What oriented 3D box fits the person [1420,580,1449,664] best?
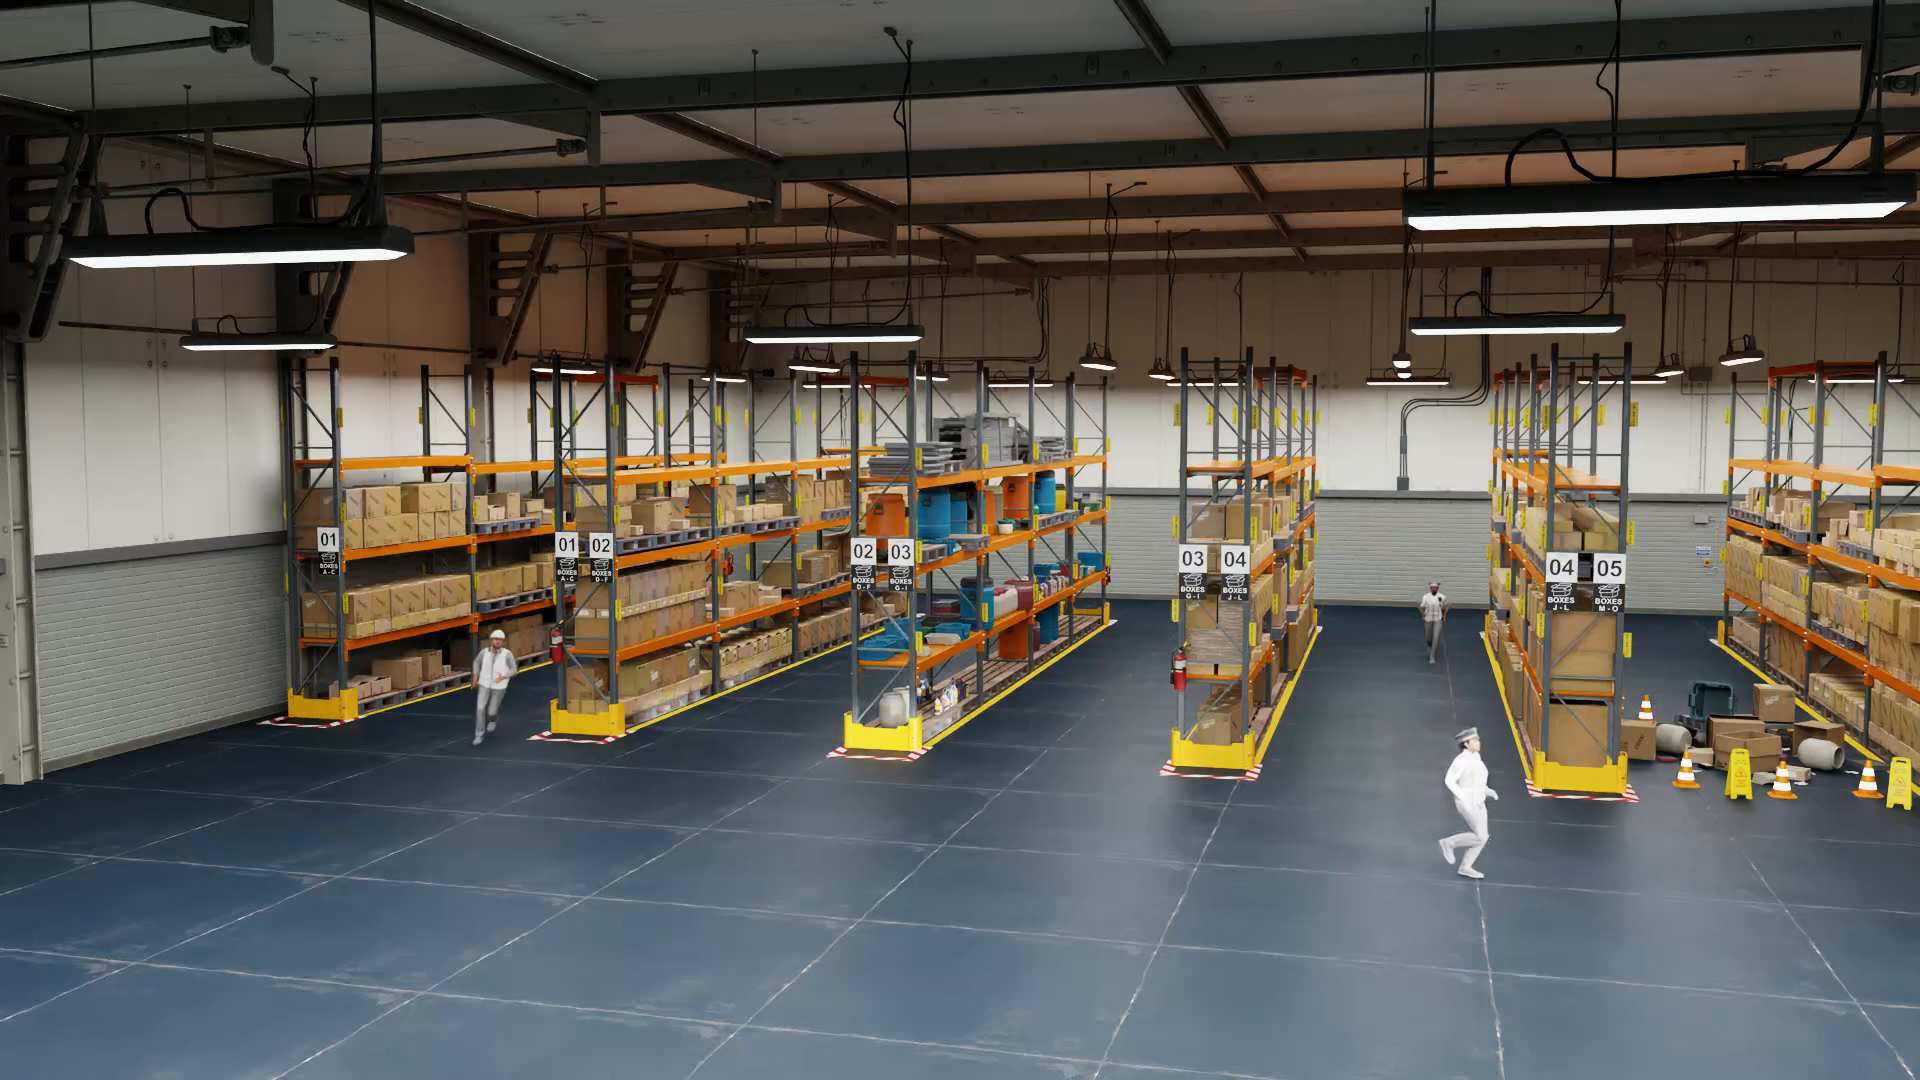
[{"bbox_3d":[9.756,1.669,34.224,0.588,1.696,0.827,1,4,19],"label":"person"}]

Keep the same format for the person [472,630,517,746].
[{"bbox_3d":[-7.220,2.258,25.806,0.699,1.733,0.822,0,4,-5],"label":"person"}]

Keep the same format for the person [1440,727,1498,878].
[{"bbox_3d":[5.555,2.851,18.123,0.552,1.650,0.614,4,6,40],"label":"person"}]
